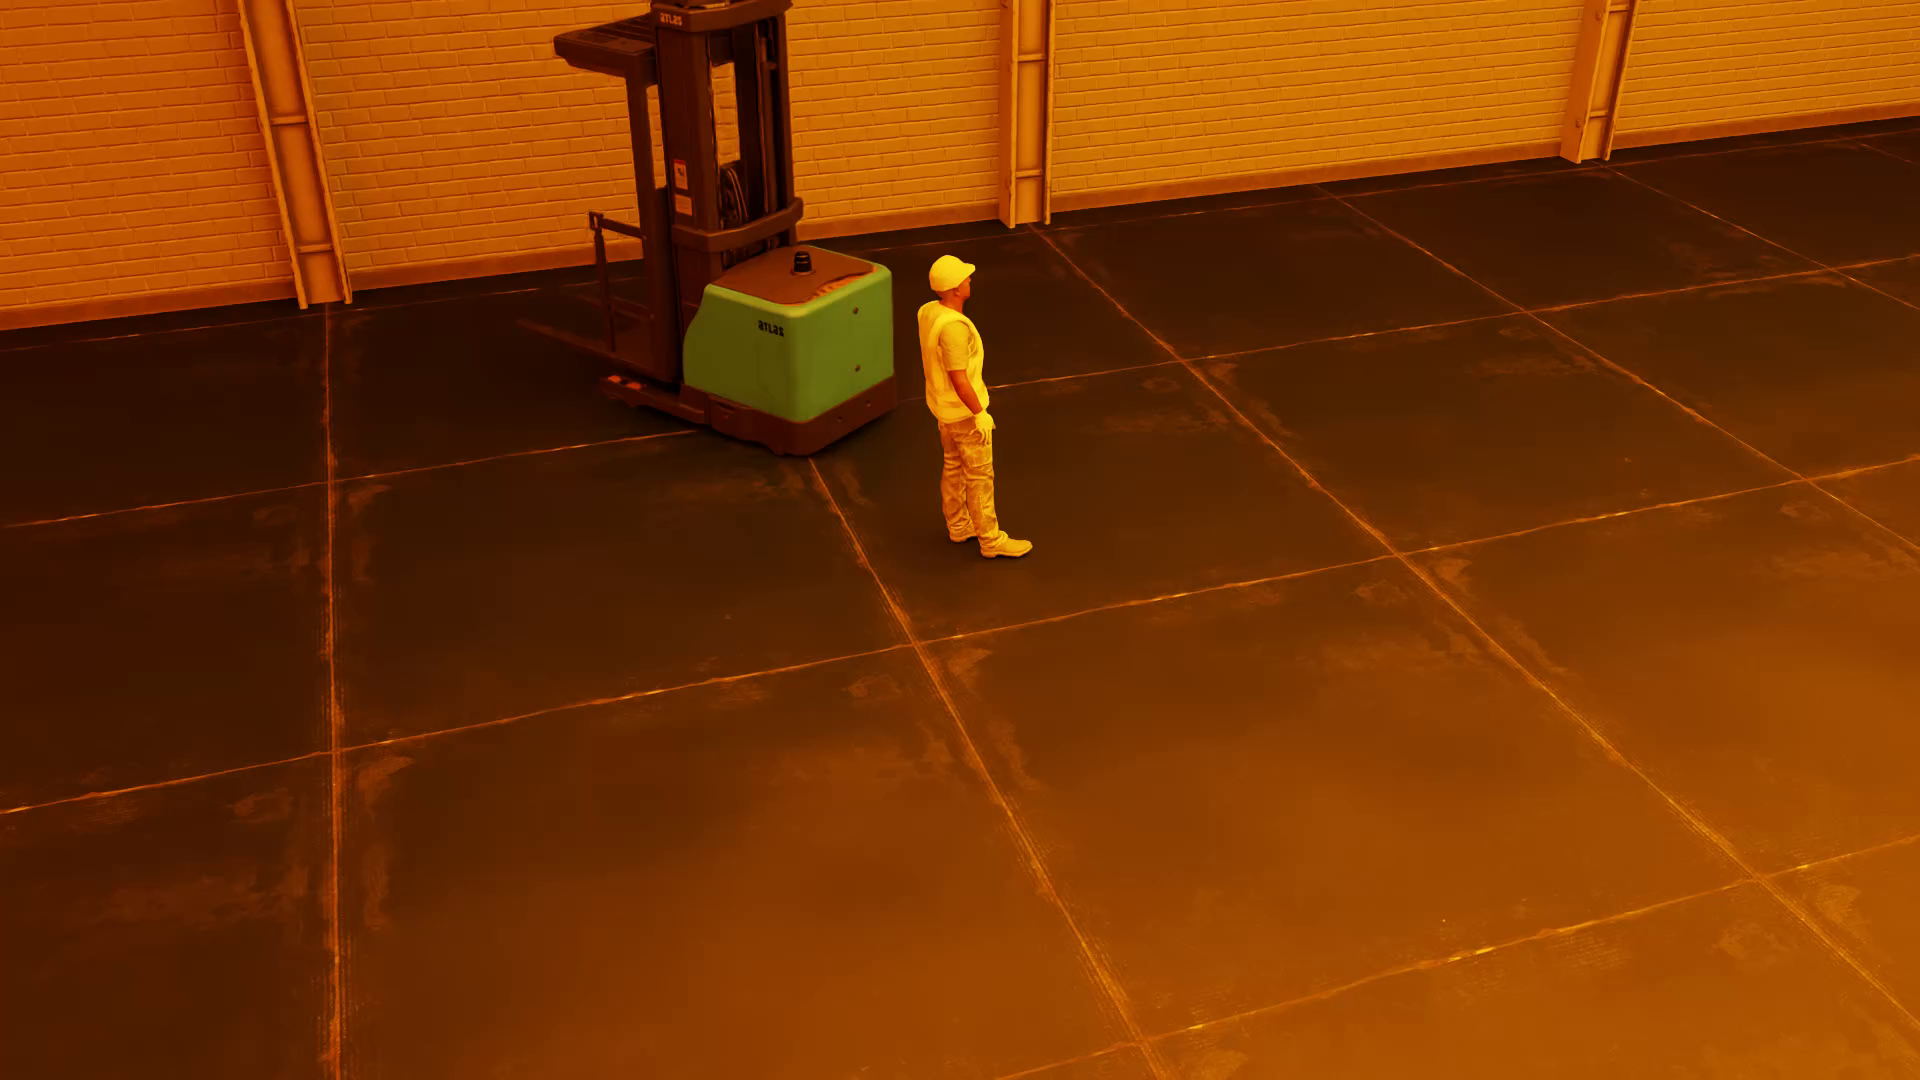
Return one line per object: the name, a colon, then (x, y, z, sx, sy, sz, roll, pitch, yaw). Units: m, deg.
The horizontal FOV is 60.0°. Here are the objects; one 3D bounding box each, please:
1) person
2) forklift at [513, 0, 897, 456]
person: (0.071, -0.786, 9.590, 0.577, 1.782, 0.656, -10, 31, -16)
forklift: (-1.921, -2.396, 11.251, 3.031, 2.935, 1.130, 20, 36, 31)
